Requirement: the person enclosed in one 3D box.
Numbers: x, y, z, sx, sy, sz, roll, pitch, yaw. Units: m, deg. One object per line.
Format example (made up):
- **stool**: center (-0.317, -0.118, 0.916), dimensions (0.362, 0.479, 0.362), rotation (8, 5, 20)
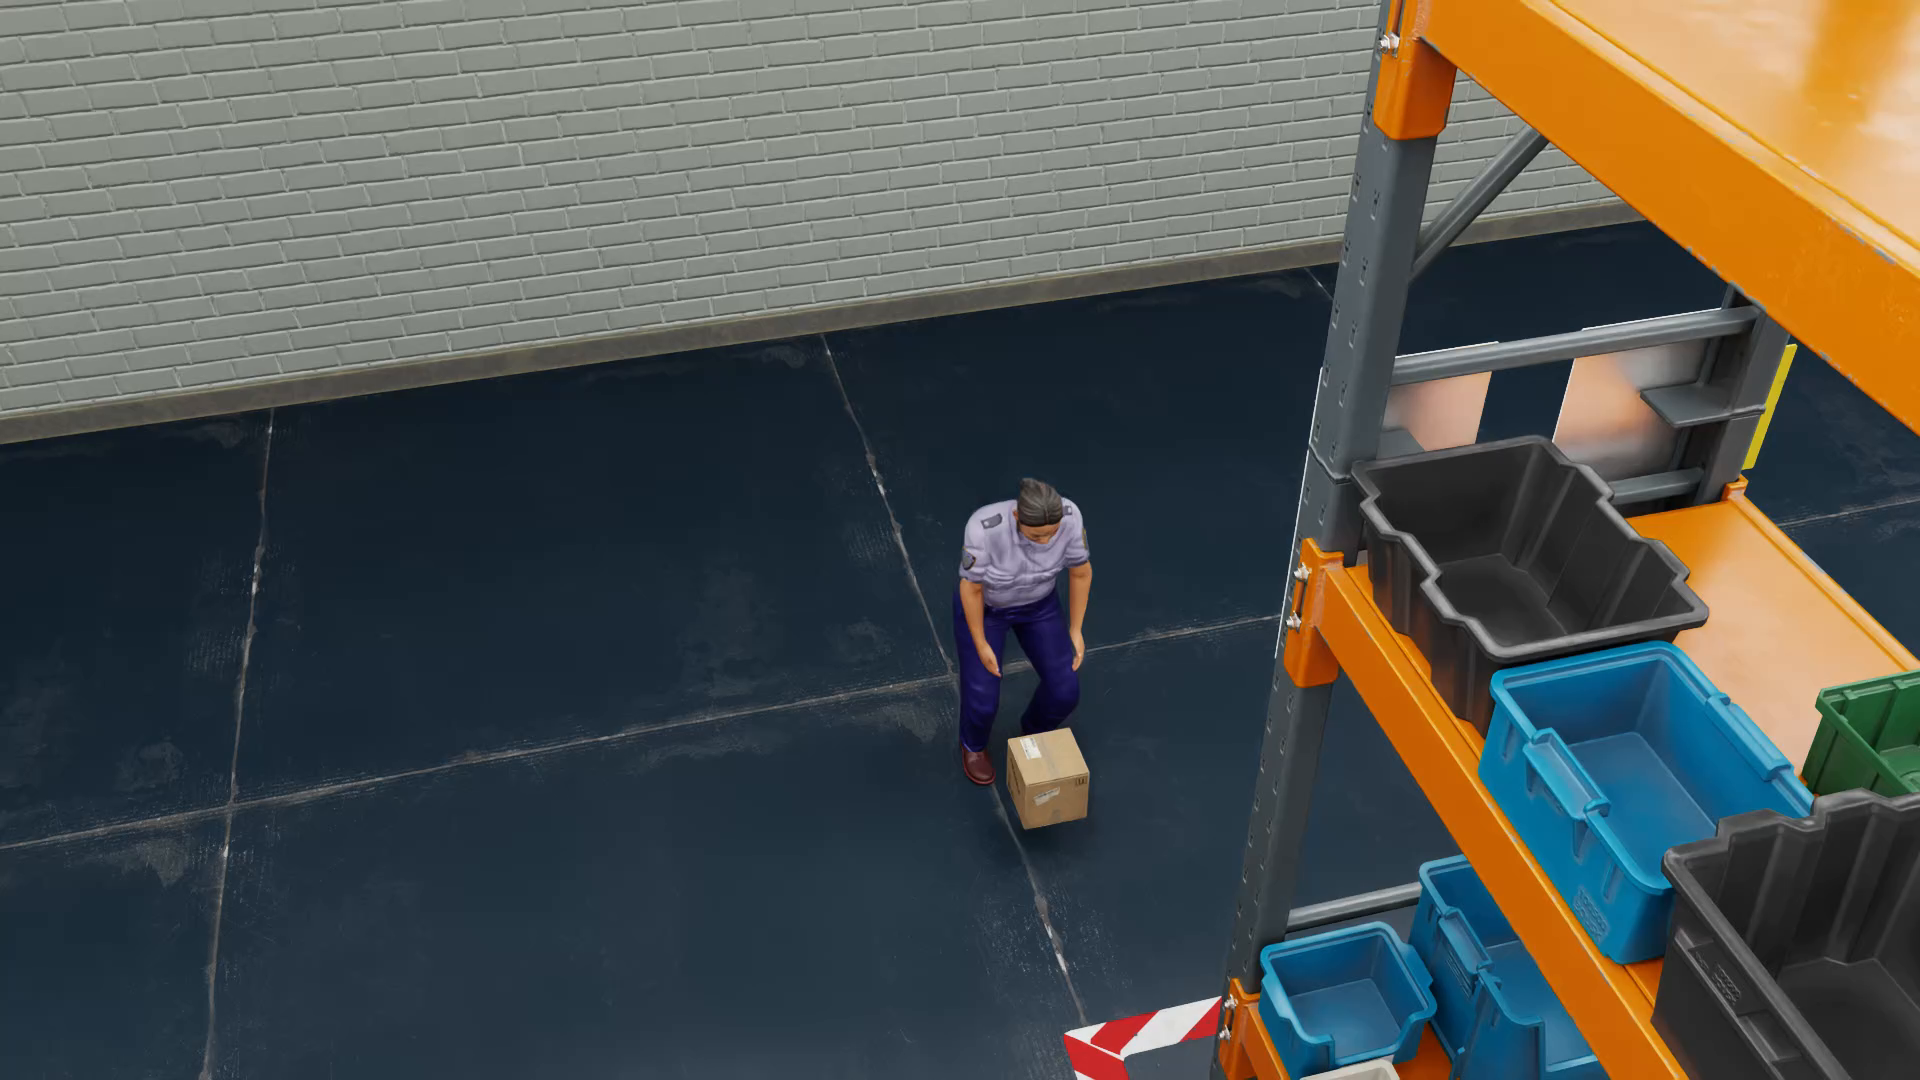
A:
- **person**: center (0.244, 0.321, 6.443), dimensions (0.522, 1.510, 0.476), rotation (-9, 39, -11)
